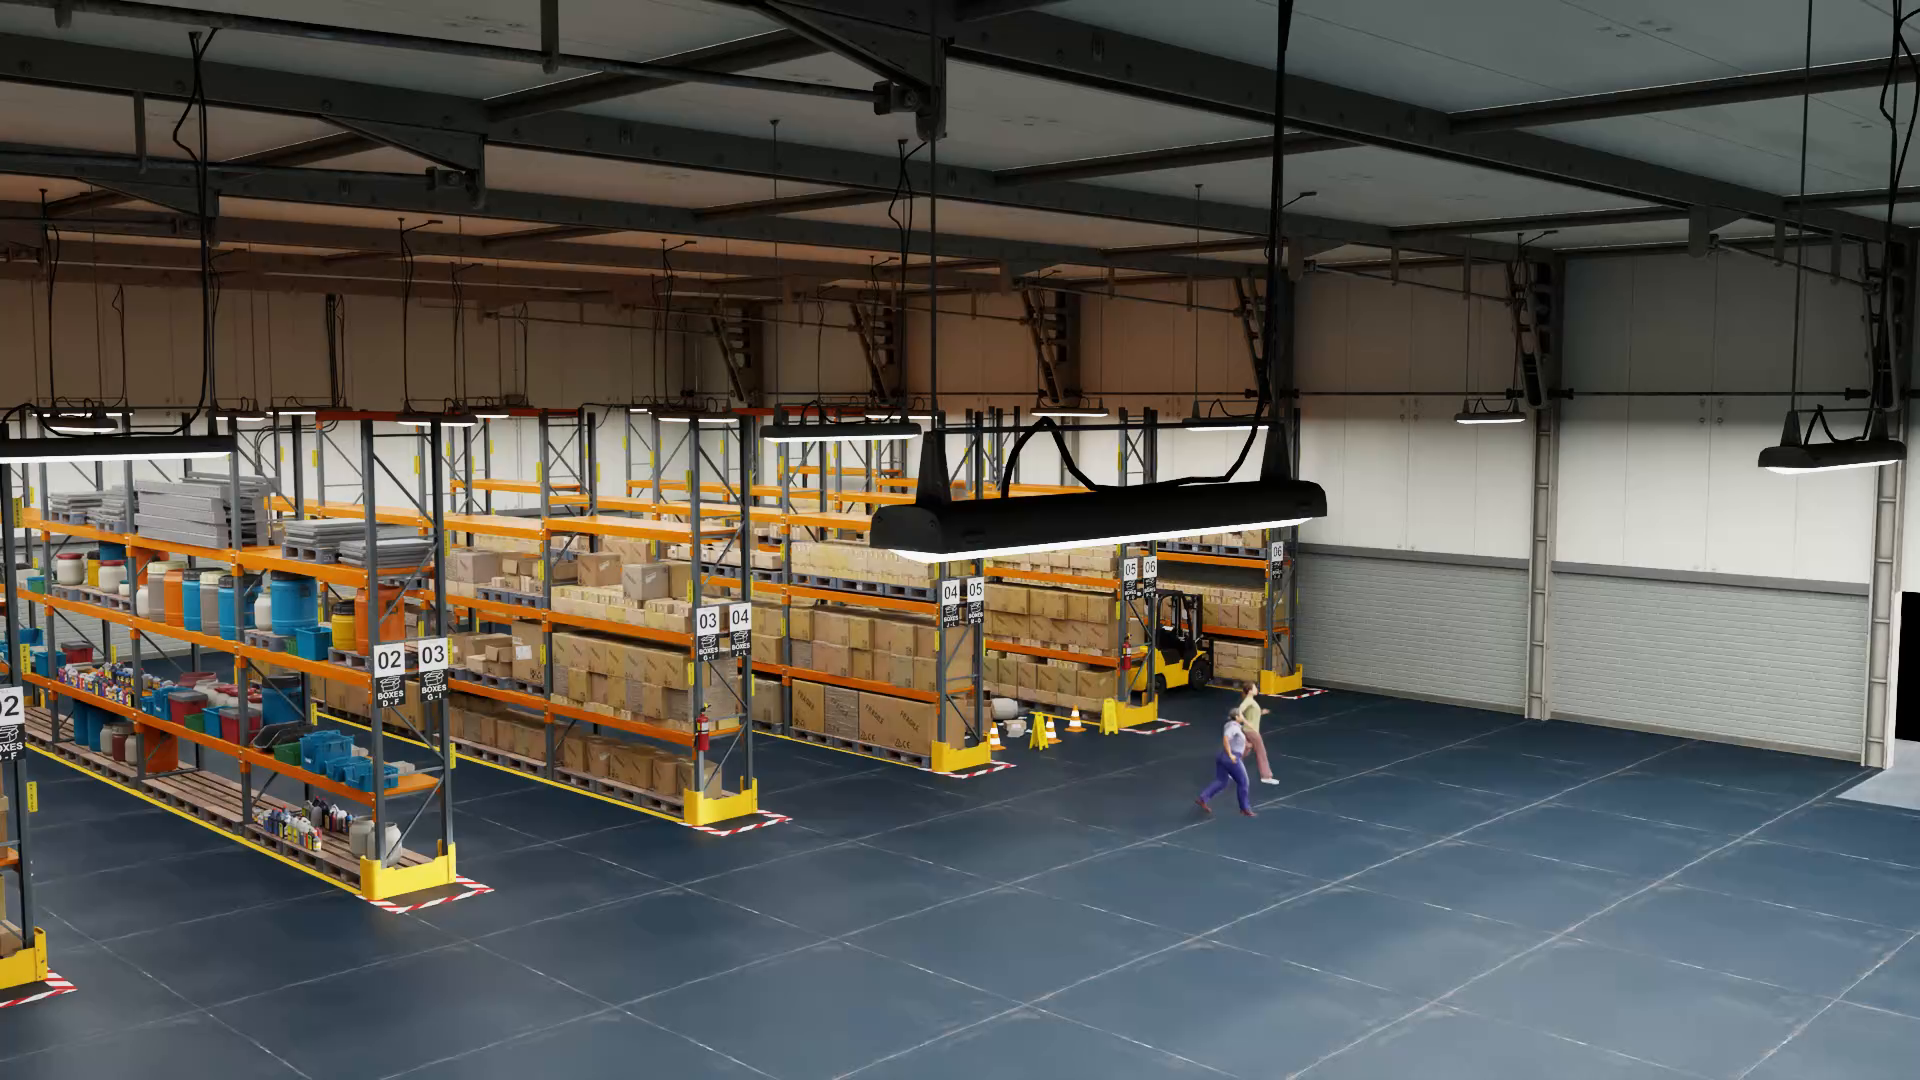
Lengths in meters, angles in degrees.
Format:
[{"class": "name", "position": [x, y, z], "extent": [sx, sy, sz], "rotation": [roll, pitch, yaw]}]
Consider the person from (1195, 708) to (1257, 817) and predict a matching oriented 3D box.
[{"class": "person", "position": [3.986, 3.323, 24.807], "extent": [0.935, 1.661, 0.563], "rotation": [-1, 5, -13]}]

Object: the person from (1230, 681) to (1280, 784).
[{"class": "person", "position": [4.677, 3.098, 26.817], "extent": [0.963, 1.661, 0.562], "rotation": [0, 5, 1]}]
